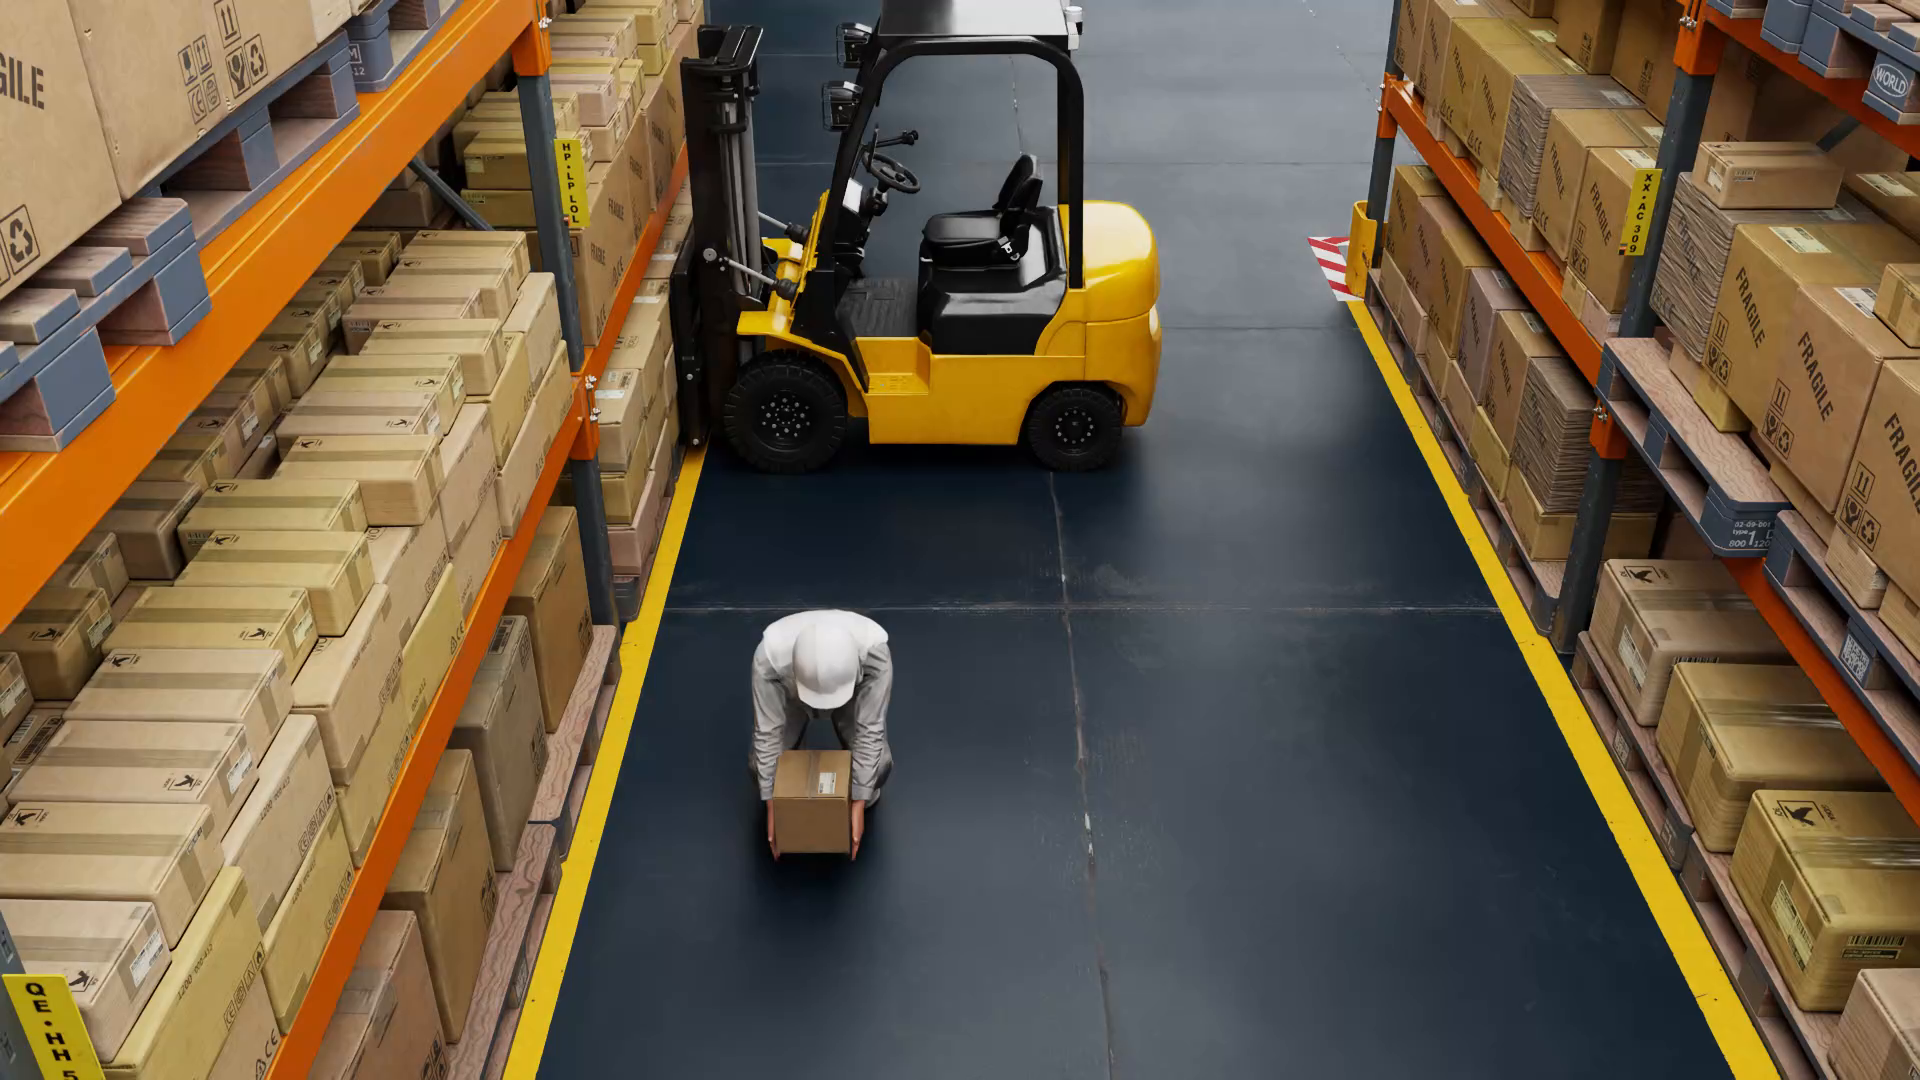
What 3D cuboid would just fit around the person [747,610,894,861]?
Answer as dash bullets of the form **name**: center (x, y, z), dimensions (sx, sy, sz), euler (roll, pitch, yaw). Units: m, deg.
- **person**: center (-0.498, 0.576, 5.909), dimensions (0.527, 1.012, 0.877), euler (0, 31, -1)
